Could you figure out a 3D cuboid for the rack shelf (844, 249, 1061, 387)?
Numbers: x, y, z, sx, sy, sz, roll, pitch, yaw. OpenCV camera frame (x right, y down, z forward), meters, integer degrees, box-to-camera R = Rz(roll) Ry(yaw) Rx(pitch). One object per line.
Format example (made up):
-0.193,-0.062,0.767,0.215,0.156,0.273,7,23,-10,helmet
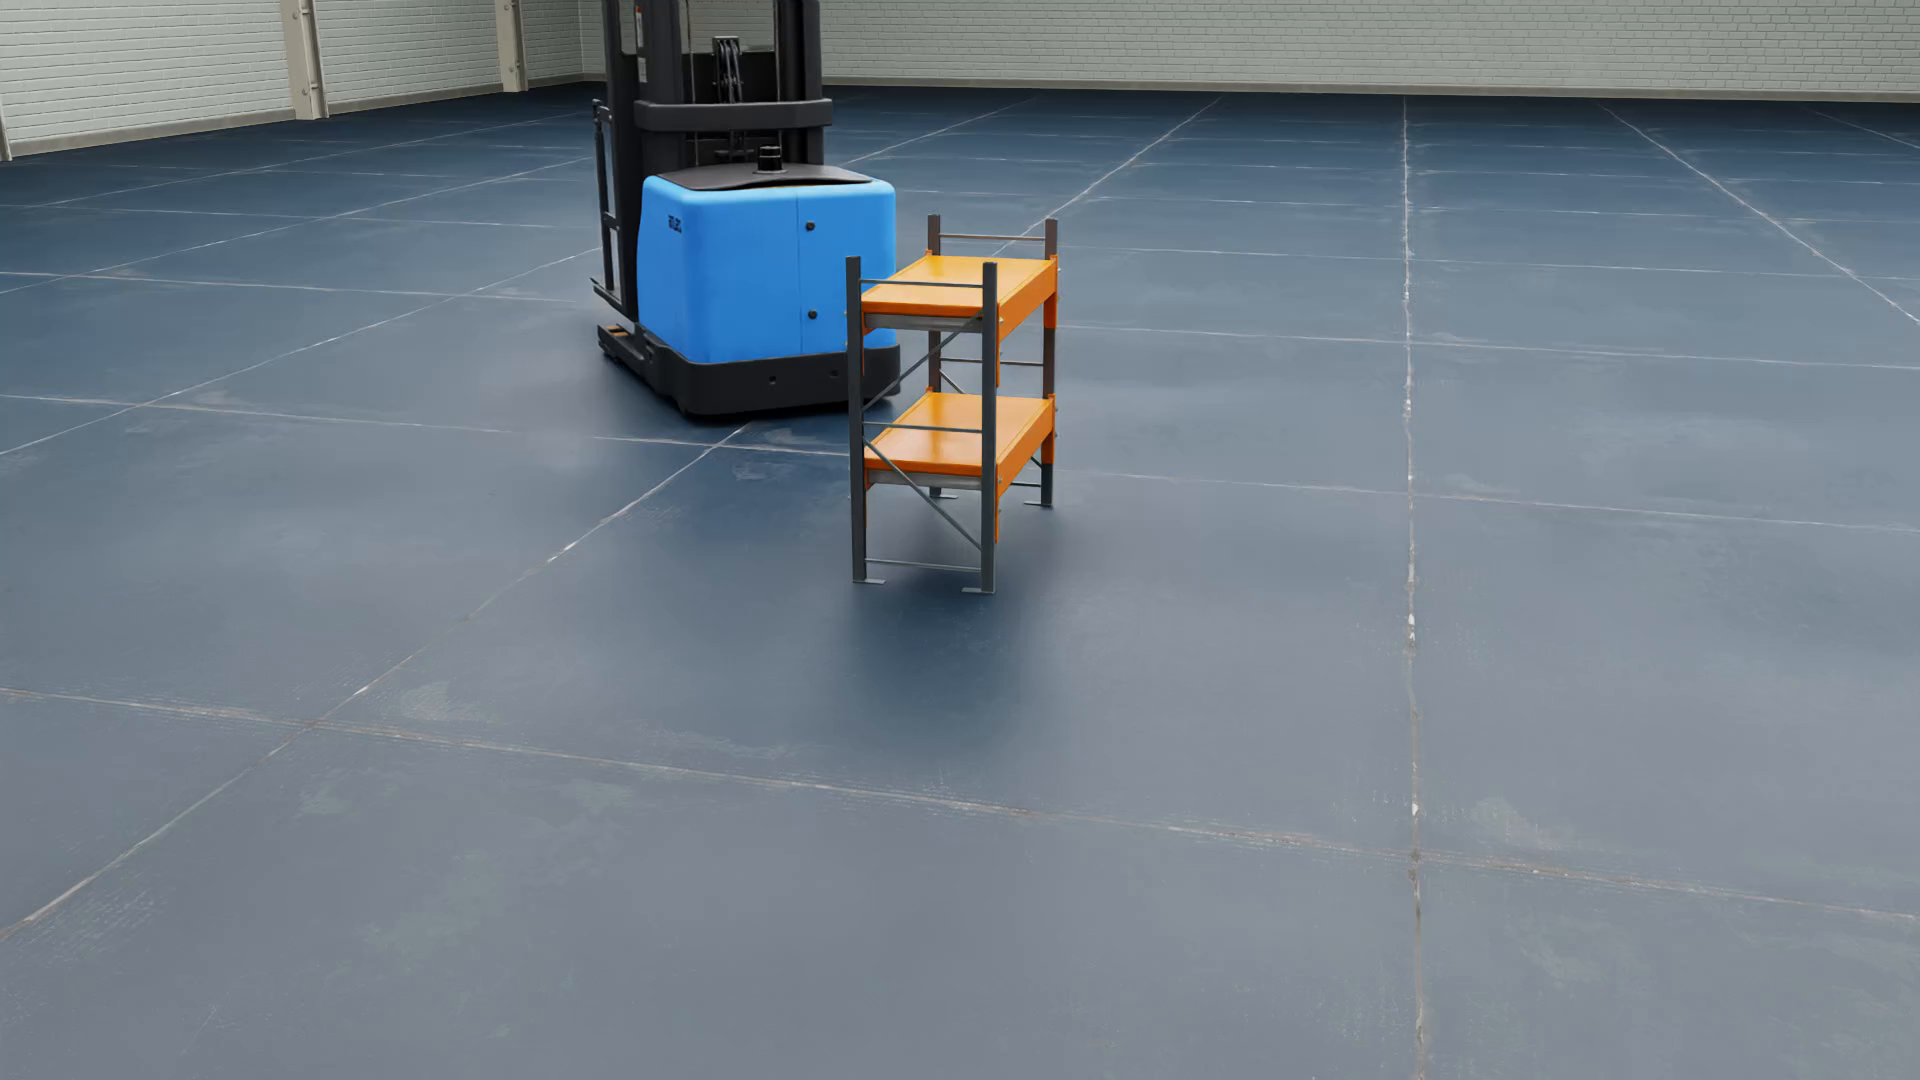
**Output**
-0.002,-0.807,5.905,0.538,0.278,1.000,5,19,13,rack shelf

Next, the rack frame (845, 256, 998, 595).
-0.126,-0.371,5.533,0.500,1.125,0.032,5,19,13,rack frame

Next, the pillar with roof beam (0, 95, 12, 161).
-6.657,-8.131,16.072,9.100,9.000,0.400,5,19,13,pillar with roof beam

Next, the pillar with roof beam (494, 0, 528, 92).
-3.725,-11.893,27.084,9.100,9.000,0.400,5,19,13,pillar with roof beam

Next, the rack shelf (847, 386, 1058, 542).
-0.002,-0.299,6.079,0.538,0.278,1.000,5,19,13,rack shelf

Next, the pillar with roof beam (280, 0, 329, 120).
-5.191,-10.012,21.578,9.100,9.000,0.400,5,19,13,pillar with roof beam

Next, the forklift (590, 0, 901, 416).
-1.349,-2.398,8.673,1.130,2.935,3.031,-8,21,-23,forklift

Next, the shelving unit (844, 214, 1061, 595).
-0.002,-0.530,6.000,0.538,1.125,1.048,5,19,13,shelving unit

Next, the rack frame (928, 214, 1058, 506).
0.123,-0.690,6.466,0.500,1.125,0.032,5,19,13,rack frame
